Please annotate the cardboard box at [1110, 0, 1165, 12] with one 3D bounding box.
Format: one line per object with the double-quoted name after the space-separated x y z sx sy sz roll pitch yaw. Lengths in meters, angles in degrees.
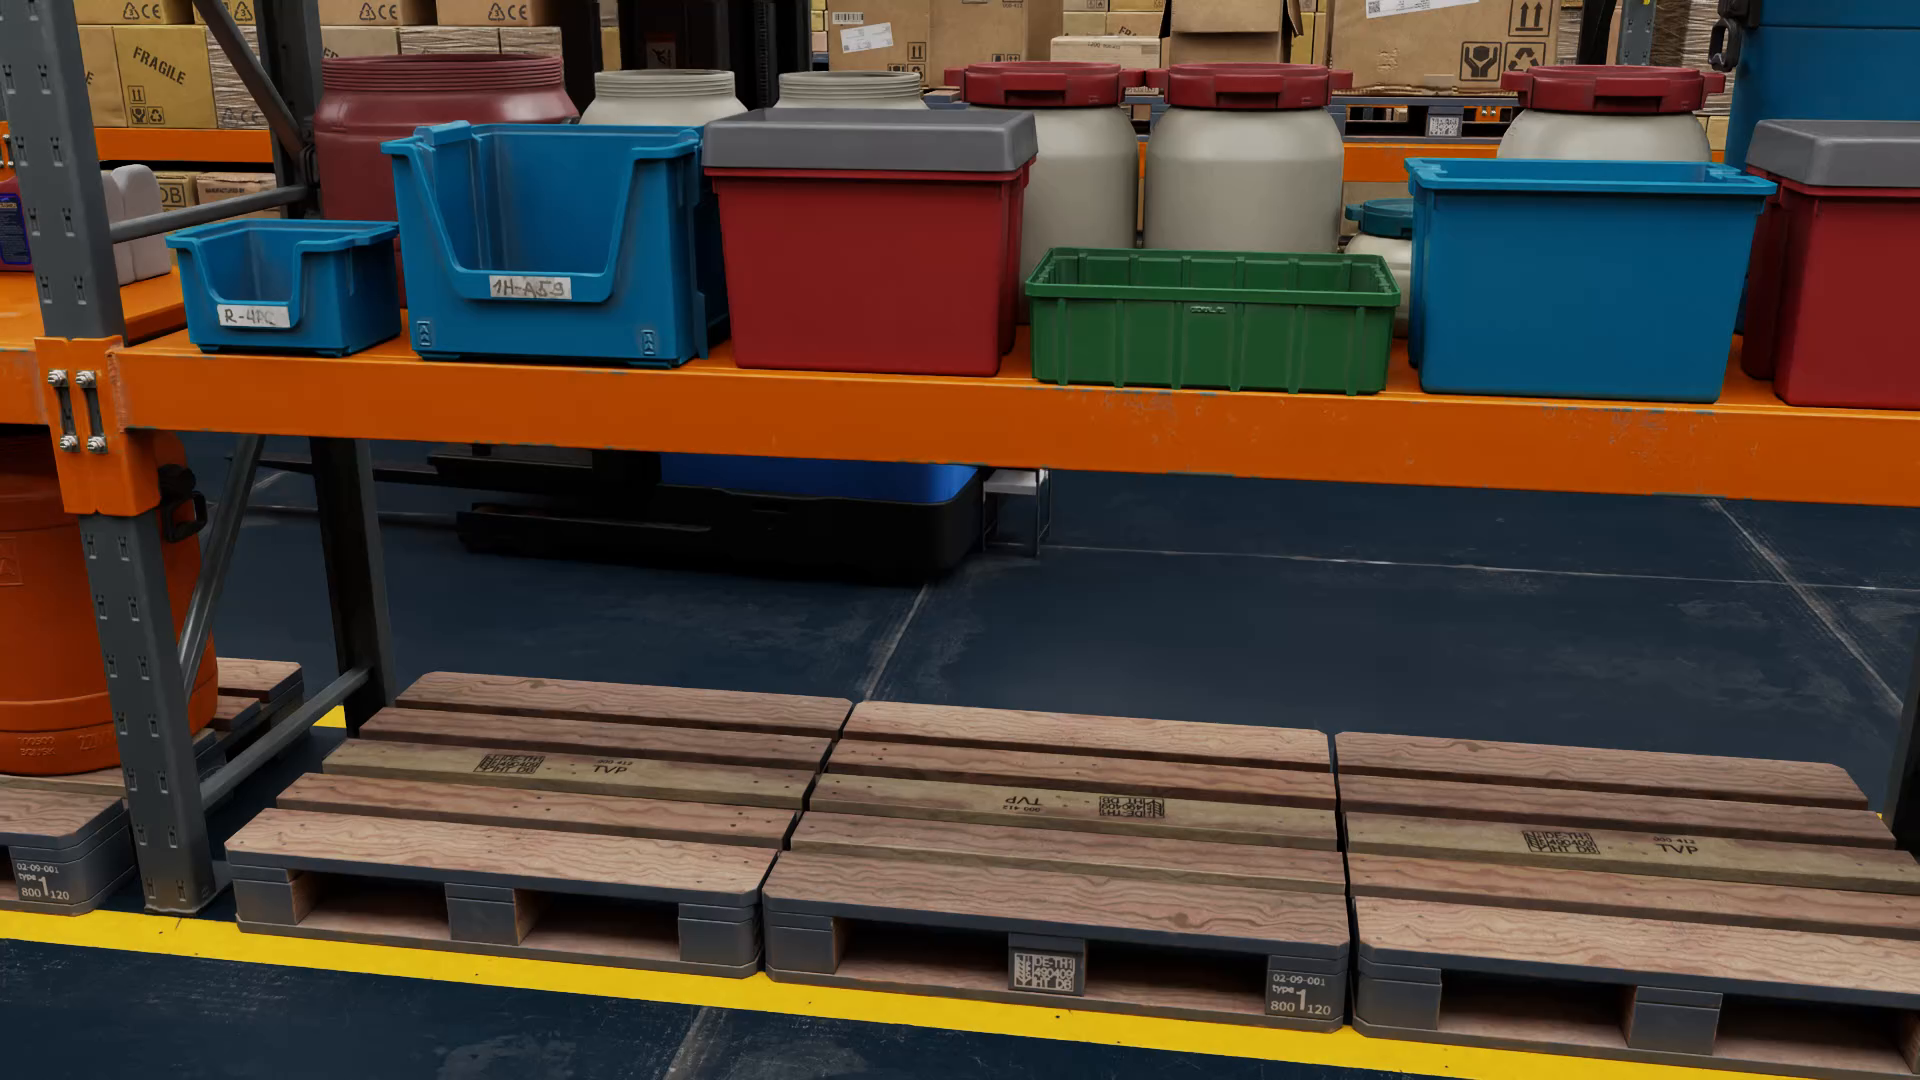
1.413 -4.275 12.619 0.500 0.500 0.700 3 19 8 "cardboard box"

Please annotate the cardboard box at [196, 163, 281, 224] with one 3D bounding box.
-3.353 -1.603 9.052 0.875 0.875 1.225 2 19 7 "cardboard box"

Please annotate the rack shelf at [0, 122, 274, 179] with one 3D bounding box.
-2.896 -2.040 8.806 4.000 0.370 1.077 3 19 9 "rack shelf"

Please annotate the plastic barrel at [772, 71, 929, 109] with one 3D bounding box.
-0.241 -0.776 3.718 0.421 0.512 0.421 0 18 0 "plastic barrel"

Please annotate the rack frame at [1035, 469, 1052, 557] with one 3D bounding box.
0.311 -0.400 6.079 0.006 0.900 0.240 5 19 14 "rack frame"

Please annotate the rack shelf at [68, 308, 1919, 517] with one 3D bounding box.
0.268 -0.287 3.567 4.000 0.370 1.077 3 19 9 "rack shelf"

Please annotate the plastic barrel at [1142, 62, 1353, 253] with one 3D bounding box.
0.608 -0.746 3.590 0.433 0.535 0.433 0 18 0 "plastic barrel"

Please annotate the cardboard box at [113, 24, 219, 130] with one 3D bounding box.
-3.960 -2.403 8.599 0.500 0.500 0.500 3 19 9 "cardboard box"

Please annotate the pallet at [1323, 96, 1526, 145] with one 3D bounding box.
2.297 -2.072 8.071 1.213 0.211 1.003 3 19 9 "pallet"

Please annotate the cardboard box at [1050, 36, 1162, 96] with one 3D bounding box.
0.697 -2.252 7.881 0.500 0.250 0.500 2 19 7 "cardboard box"

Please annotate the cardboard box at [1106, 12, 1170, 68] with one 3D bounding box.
1.366 -3.719 12.534 0.500 0.500 0.500 3 19 9 "cardboard box"

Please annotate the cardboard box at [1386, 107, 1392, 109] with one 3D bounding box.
5.812 -5.750 21.645 0.500 0.250 0.500 3 19 8 "cardboard box"

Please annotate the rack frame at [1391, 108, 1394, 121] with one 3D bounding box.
4.600 -5.184 17.069 0.127 3.000 1.000 3 19 9 "rack frame"

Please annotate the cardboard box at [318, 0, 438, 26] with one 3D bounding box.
-2.947 -2.911 8.537 0.637 0.503 0.797 4 19 10 "cardboard box"

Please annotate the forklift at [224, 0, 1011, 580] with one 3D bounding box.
-1.371 -1.489 6.134 3.031 2.935 1.130 5 19 14 "forklift"

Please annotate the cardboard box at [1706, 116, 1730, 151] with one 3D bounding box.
3.437 -1.838 7.466 0.250 0.149 0.380 3 19 9 "cardboard box"

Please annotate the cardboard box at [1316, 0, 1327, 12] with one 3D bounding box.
2.915 -4.198 12.389 0.500 0.500 0.700 3 19 8 "cardboard box"

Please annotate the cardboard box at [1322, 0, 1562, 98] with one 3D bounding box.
2.266 -2.647 7.879 1.000 1.000 1.000 3 19 9 "cardboard box"

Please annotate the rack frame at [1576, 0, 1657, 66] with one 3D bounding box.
3.028 -2.079 7.790 0.127 3.000 1.000 3 19 9 "rack frame"

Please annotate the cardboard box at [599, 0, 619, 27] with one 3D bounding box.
-1.641 -2.845 8.342 0.637 0.503 0.797 4 19 11 "cardboard box"

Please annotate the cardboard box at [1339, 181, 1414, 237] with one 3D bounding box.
3.287 -2.763 12.718 0.750 0.750 1.050 3 19 8 "cardboard box"

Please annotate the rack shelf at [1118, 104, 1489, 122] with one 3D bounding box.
1.940 -3.387 12.834 4.000 0.370 1.077 3 19 9 "rack shelf"

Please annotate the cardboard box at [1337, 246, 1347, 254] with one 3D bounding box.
1.957 -1.170 8.318 0.500 0.500 0.700 3 19 8 "cardboard box"

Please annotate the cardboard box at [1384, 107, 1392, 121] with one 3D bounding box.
5.809 -5.506 21.704 0.500 0.250 0.500 3 19 9 "cardboard box"

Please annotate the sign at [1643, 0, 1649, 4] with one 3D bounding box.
2.944 -2.454 7.086 0.005 0.325 0.100 3 19 9 "sign"

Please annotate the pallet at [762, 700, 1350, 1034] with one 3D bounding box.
0.253 0.707 3.858 1.213 0.211 1.003 3 19 9 "pallet"

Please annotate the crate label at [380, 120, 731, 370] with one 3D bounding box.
-0.769 -0.611 3.346 0.616 0.435 0.502 3 19 9 "crate label"

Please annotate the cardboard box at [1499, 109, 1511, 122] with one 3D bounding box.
4.525 -2.766 12.529 0.875 0.875 0.875 3 19 9 "cardboard box"

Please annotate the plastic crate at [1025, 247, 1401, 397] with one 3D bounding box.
0.478 -0.426 3.183 0.662 0.188 0.450 3 19 9 "plastic crate"

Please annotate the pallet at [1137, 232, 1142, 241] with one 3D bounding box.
1.933 -2.381 13.088 1.213 0.211 1.003 3 19 9 "pallet"

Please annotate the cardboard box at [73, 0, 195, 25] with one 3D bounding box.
-4.239 -2.975 8.730 0.637 0.503 0.797 2 19 7 "cardboard box"

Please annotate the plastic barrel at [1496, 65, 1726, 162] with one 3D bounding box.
1.333 -0.709 3.480 0.433 0.535 0.433 0 18 0 "plastic barrel"

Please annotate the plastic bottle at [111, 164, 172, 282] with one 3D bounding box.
-2.083 -0.793 4.141 0.135 0.276 0.152 3 19 9 "plastic bottle"

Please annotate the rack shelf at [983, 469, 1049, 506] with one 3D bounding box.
0.212 -0.206 6.172 0.200 0.077 0.258 5 19 14 "rack shelf"

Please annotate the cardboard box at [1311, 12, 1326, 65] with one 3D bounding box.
2.858 -3.643 12.307 0.500 0.500 0.500 3 19 8 "cardboard box"

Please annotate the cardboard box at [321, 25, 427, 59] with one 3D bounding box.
-2.955 -2.353 8.451 0.500 0.500 0.500 3 19 10 "cardboard box"

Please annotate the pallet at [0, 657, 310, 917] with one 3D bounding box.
-2.492 0.567 4.276 1.213 0.211 1.003 3 19 9 "pallet"

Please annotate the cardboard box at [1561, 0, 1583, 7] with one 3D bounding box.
4.273 -4.182 12.136 0.550 0.550 0.875 3 19 9 "cardboard box"

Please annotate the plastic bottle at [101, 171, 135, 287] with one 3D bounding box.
-2.107 -0.745 3.999 0.135 0.276 0.152 3 19 9 "plastic bottle"

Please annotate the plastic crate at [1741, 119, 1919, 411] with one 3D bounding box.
1.716 -0.486 2.928 0.583 0.464 0.402 3 19 9 "plastic crate"

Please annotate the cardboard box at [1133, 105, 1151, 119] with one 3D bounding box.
2.694 -5.947 22.431 0.625 0.625 0.875 4 19 10 "cardboard box"

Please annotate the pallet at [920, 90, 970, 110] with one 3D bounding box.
-0.201 -2.187 8.414 1.003 0.211 1.213 3 19 9 "pallet"

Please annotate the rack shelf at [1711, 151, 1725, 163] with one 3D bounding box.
5.003 -1.637 7.603 4.000 0.370 1.077 3 19 9 "rack shelf"

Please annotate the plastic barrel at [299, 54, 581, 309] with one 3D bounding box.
-1.201 -0.865 3.946 0.708 0.536 0.600 3 19 9 "plastic barrel"

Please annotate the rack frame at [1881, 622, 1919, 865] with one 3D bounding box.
2.243 -0.527 3.152 0.127 3.000 1.000 3 19 9 "rack frame"

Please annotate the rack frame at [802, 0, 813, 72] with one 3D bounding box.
-0.921 -2.280 8.391 0.127 3.000 1.000 3 19 9 "rack frame"

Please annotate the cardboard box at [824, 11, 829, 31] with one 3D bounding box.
-0.859 -3.945 12.633 0.250 0.149 0.380 4 19 11 "cardboard box"

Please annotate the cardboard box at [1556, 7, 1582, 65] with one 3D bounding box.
4.281 -3.684 12.351 0.550 0.550 0.875 3 19 9 "cardboard box"

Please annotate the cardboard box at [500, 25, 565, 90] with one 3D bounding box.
-1.939 -2.302 8.298 0.500 0.500 0.500 3 19 8 "cardboard box"

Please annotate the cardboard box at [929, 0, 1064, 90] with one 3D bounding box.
0.185 -2.516 8.275 0.500 0.500 0.700 6 19 17 "cardboard box"

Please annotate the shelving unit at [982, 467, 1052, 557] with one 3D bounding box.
0.212 -0.408 6.104 0.210 0.900 0.258 5 19 14 "shelving unit"
